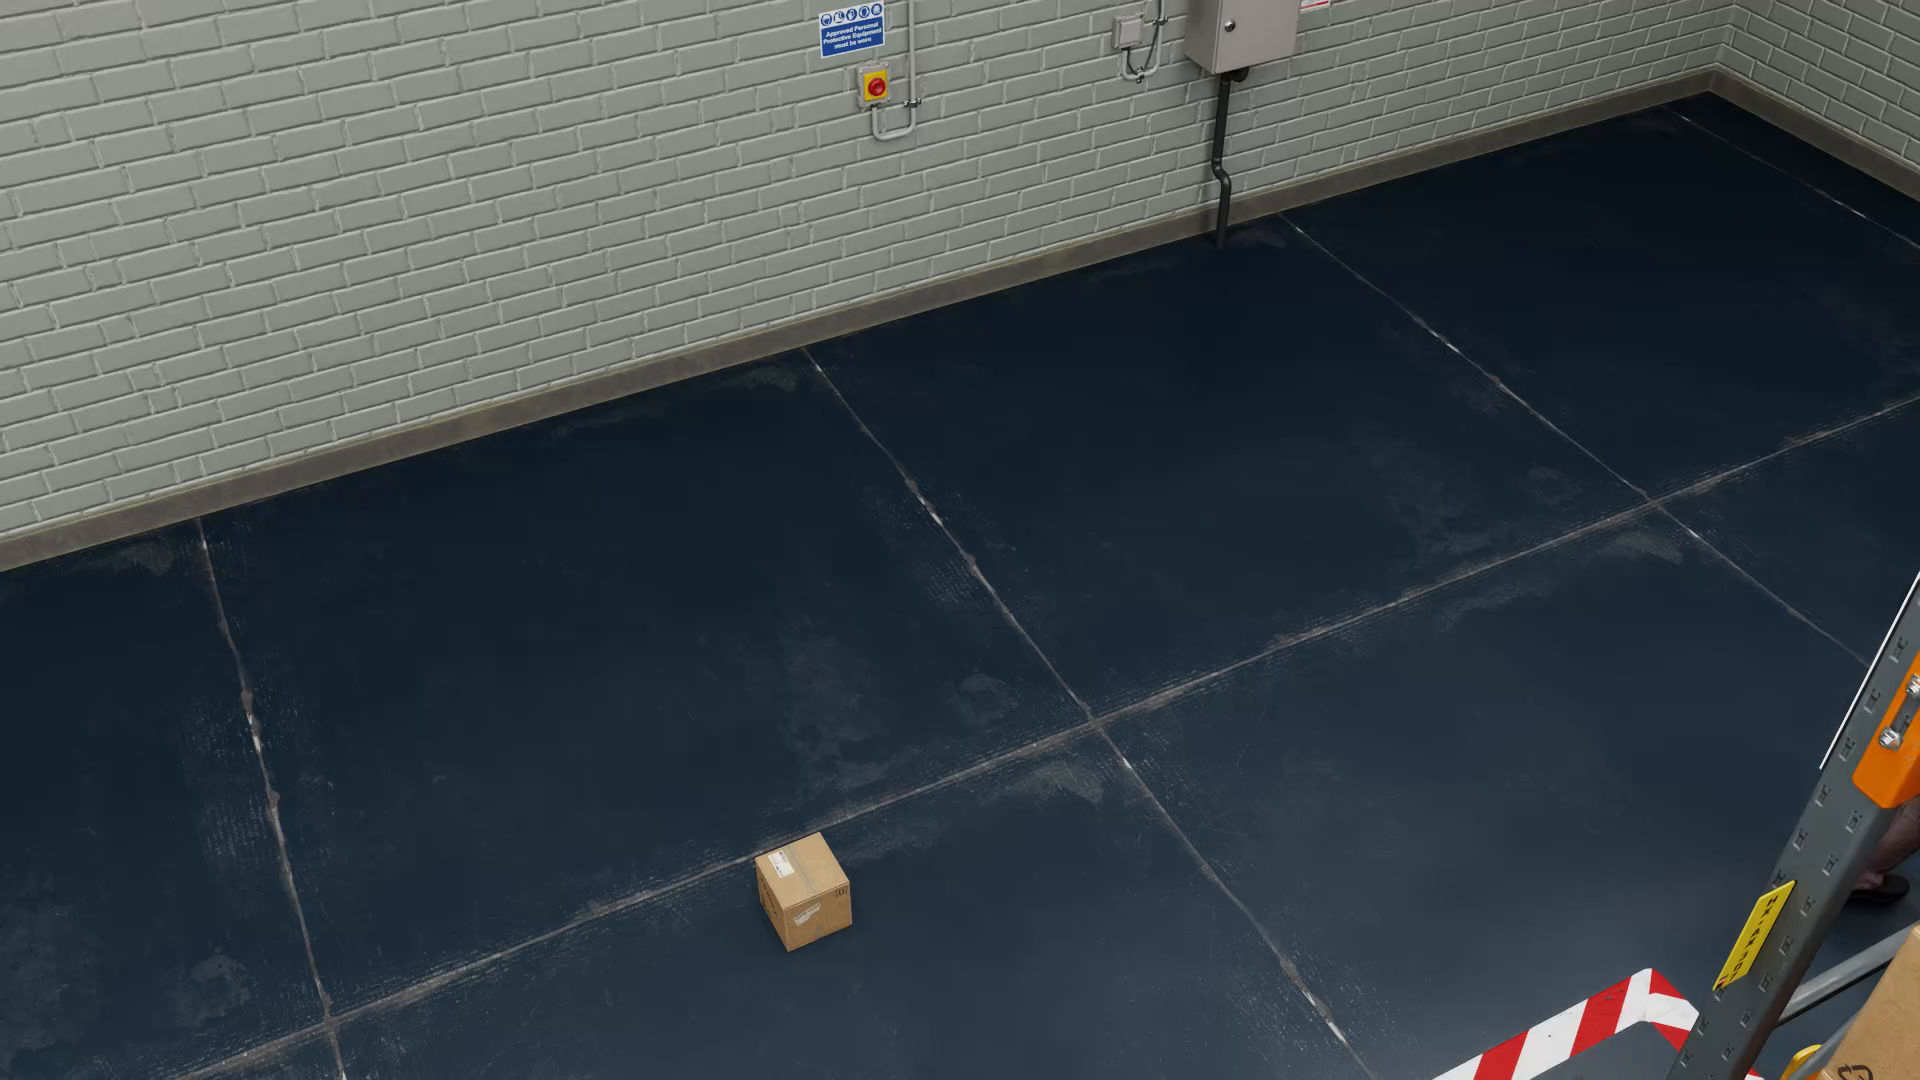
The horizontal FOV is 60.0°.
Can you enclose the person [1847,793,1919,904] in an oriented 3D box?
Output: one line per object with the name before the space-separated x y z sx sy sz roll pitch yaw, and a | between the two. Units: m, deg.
person | 3.555 0.695 5.354 0.969 1.669 0.550 4 41 4
